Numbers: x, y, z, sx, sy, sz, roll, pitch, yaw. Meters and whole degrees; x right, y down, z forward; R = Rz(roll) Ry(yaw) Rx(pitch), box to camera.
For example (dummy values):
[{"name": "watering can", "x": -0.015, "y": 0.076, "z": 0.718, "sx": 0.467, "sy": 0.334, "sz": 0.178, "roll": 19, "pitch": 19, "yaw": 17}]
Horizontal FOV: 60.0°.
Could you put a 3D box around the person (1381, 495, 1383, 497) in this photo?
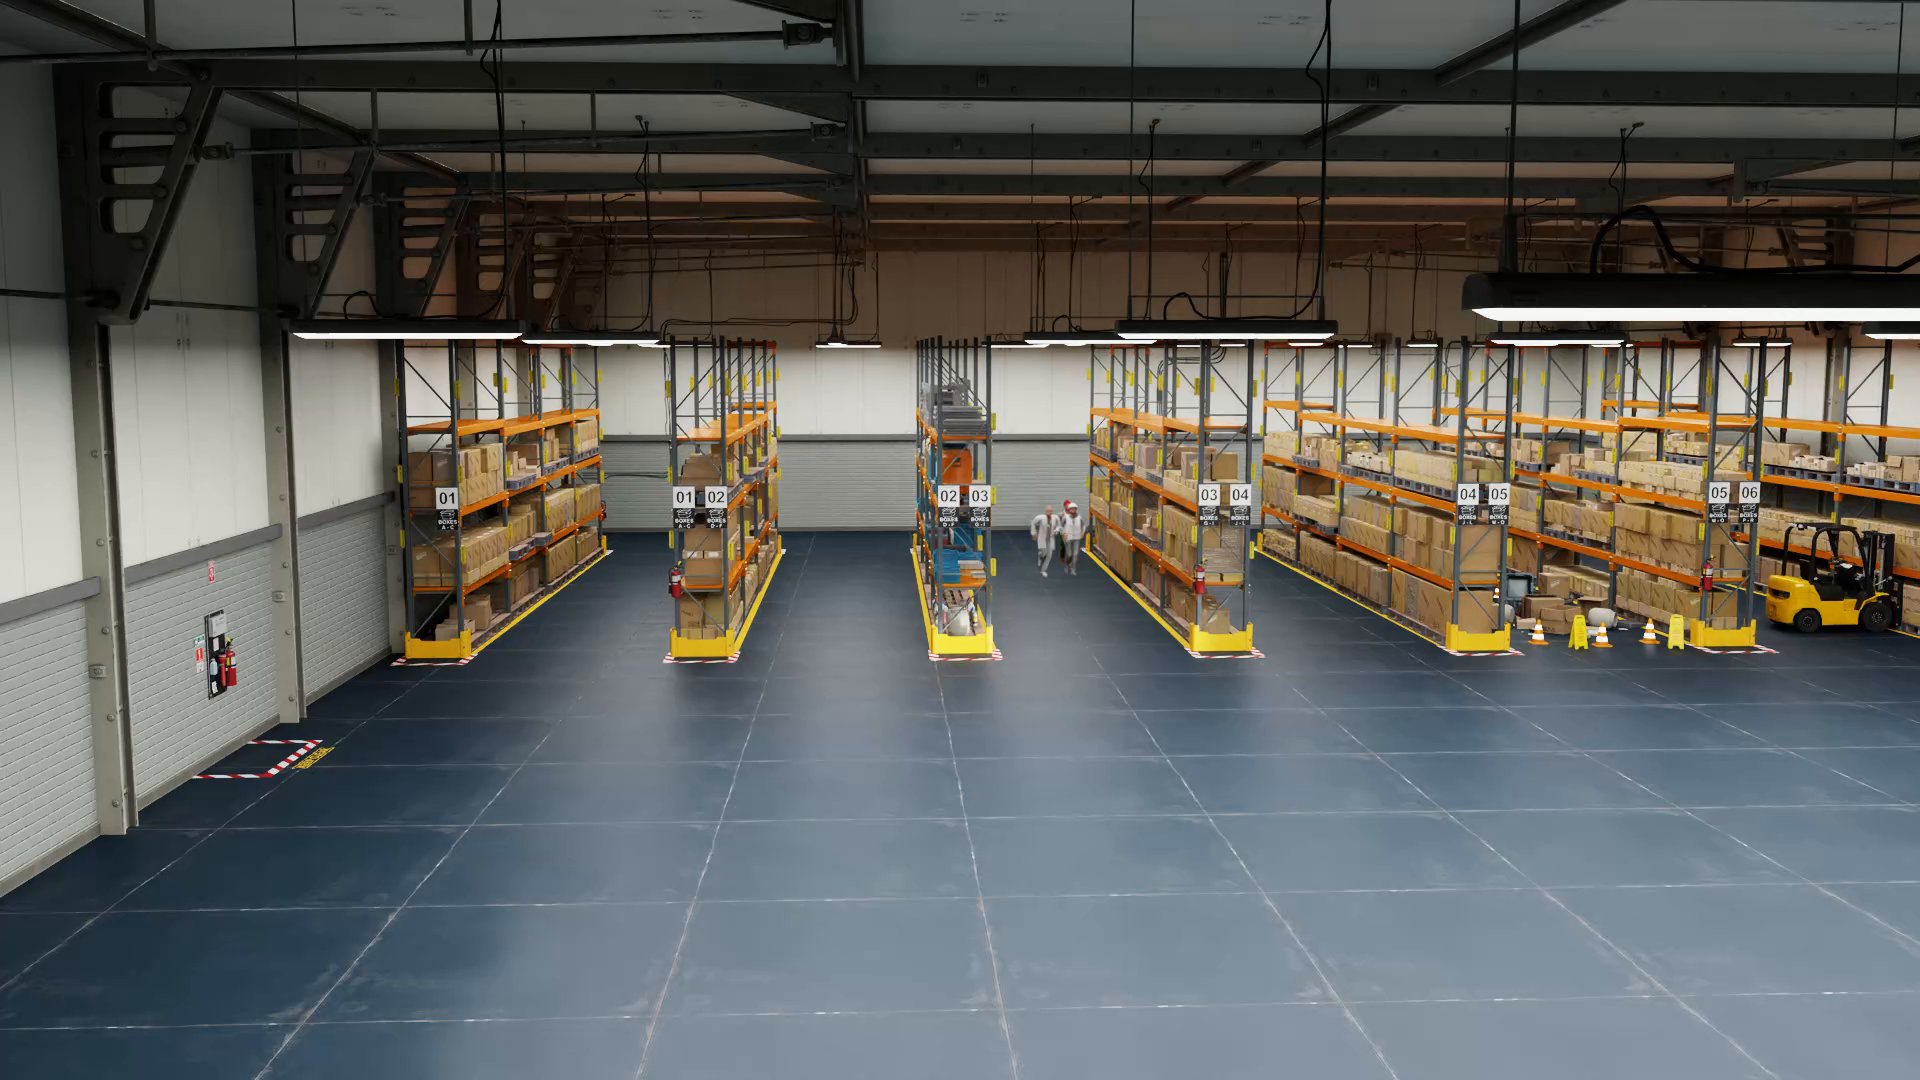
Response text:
[{"name": "person", "x": 11.604, "y": -0.378, "z": 45.947, "sx": 0.588, "sy": 1.831, "sz": 0.835, "roll": -2, "pitch": 7, "yaw": -21}]

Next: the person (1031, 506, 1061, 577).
[{"name": "person", "x": 2.086, "y": 0.066, "z": 40.356, "sx": 0.700, "sy": 1.622, "sz": 0.791, "roll": -2, "pitch": 7, "yaw": -17}]

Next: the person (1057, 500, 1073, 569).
[{"name": "person", "x": 2.818, "y": -0.163, "z": 43.948, "sx": 0.652, "sy": 1.775, "sz": 0.997, "roll": -1, "pitch": 7, "yaw": -7}]

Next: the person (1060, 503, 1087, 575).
[{"name": "person", "x": 2.757, "y": -0.034, "z": 40.556, "sx": 0.682, "sy": 1.762, "sz": 0.556, "roll": -1, "pitch": 7, "yaw": -6}]
